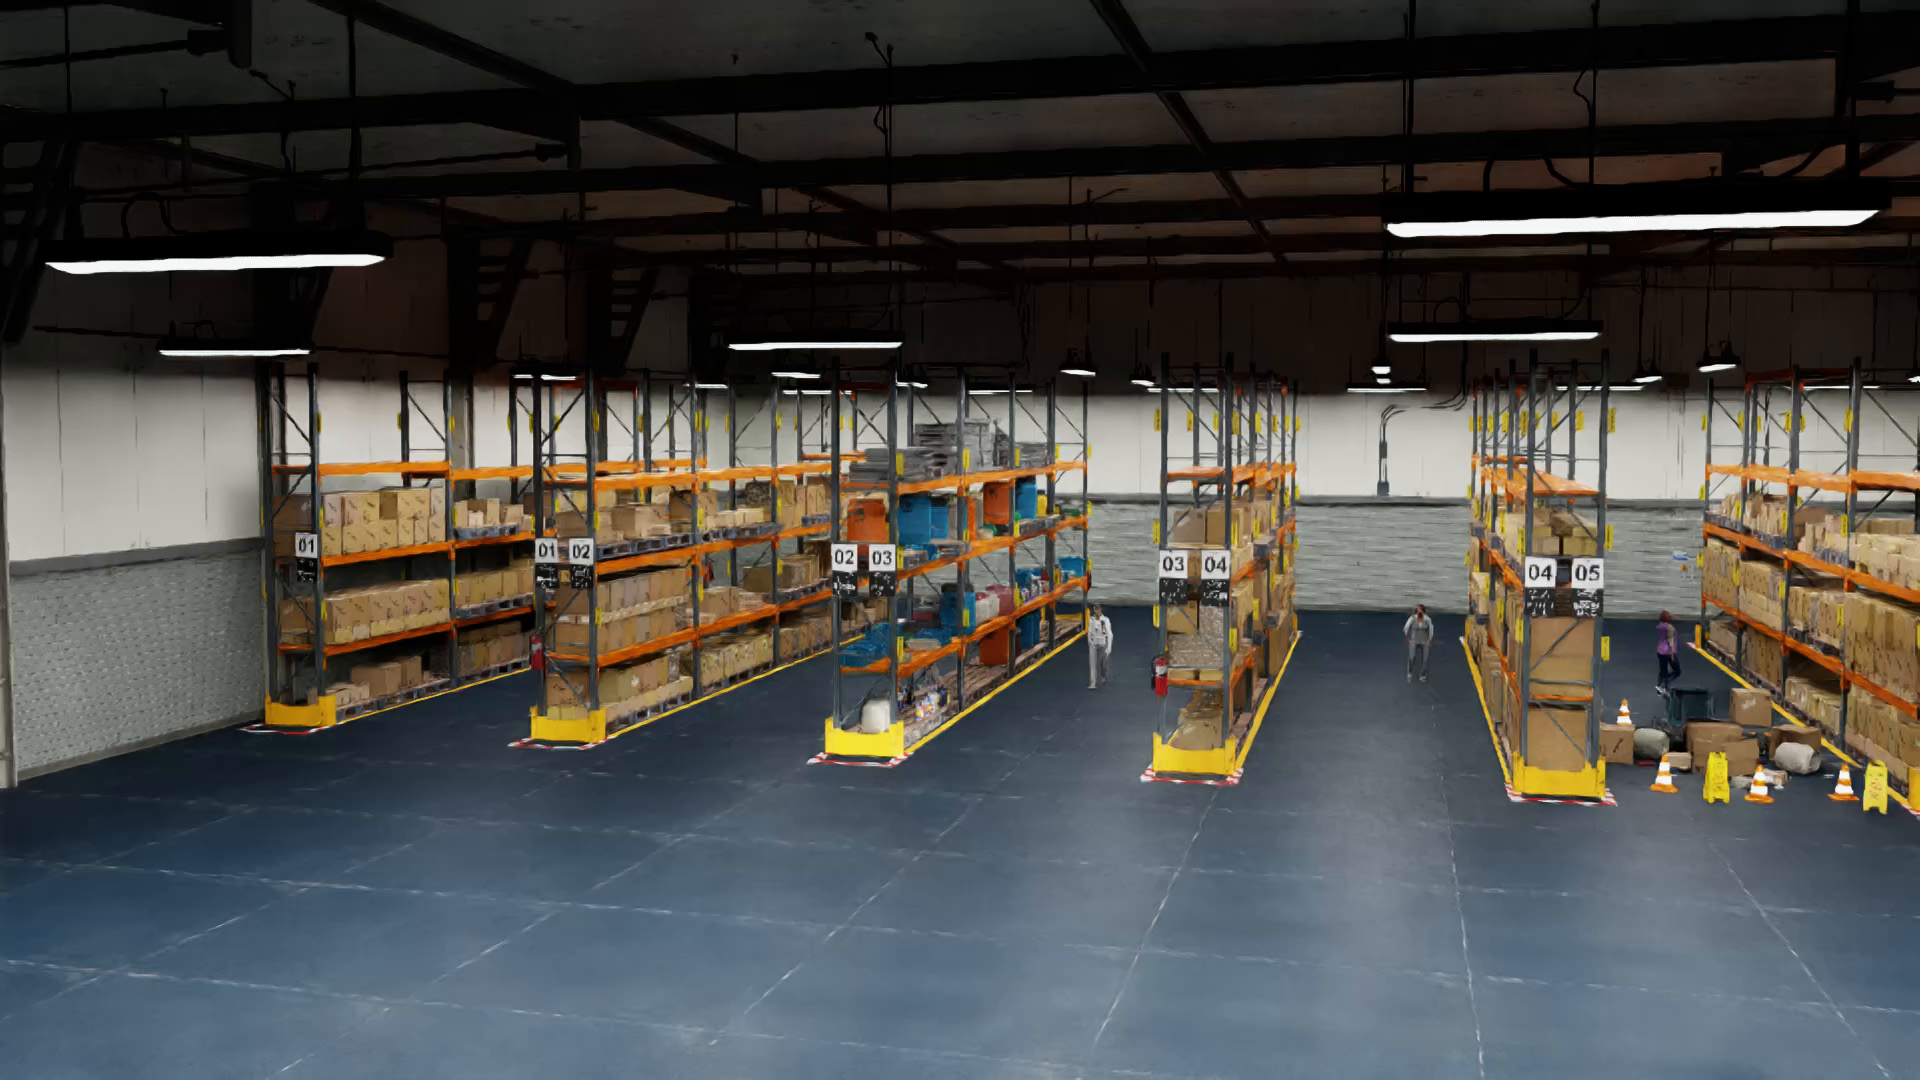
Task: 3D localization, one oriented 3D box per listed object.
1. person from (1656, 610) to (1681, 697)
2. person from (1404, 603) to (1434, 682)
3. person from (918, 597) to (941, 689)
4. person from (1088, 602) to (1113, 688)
[{"bbox_3d":[12.829,2.079,30.238,0.407,1.594,0.452,-1,4,-14],"label":"person"},{"bbox_3d":[8.870,1.977,32.157,0.566,1.541,0.519,1,4,12],"label":"person"},{"bbox_3d":[-0.557,1.859,29.972,0.468,1.675,0.535,1,4,8],"label":"person"},{"bbox_3d":[2.644,1.970,31.443,0.500,1.625,0.988,1,4,13],"label":"person"}]
